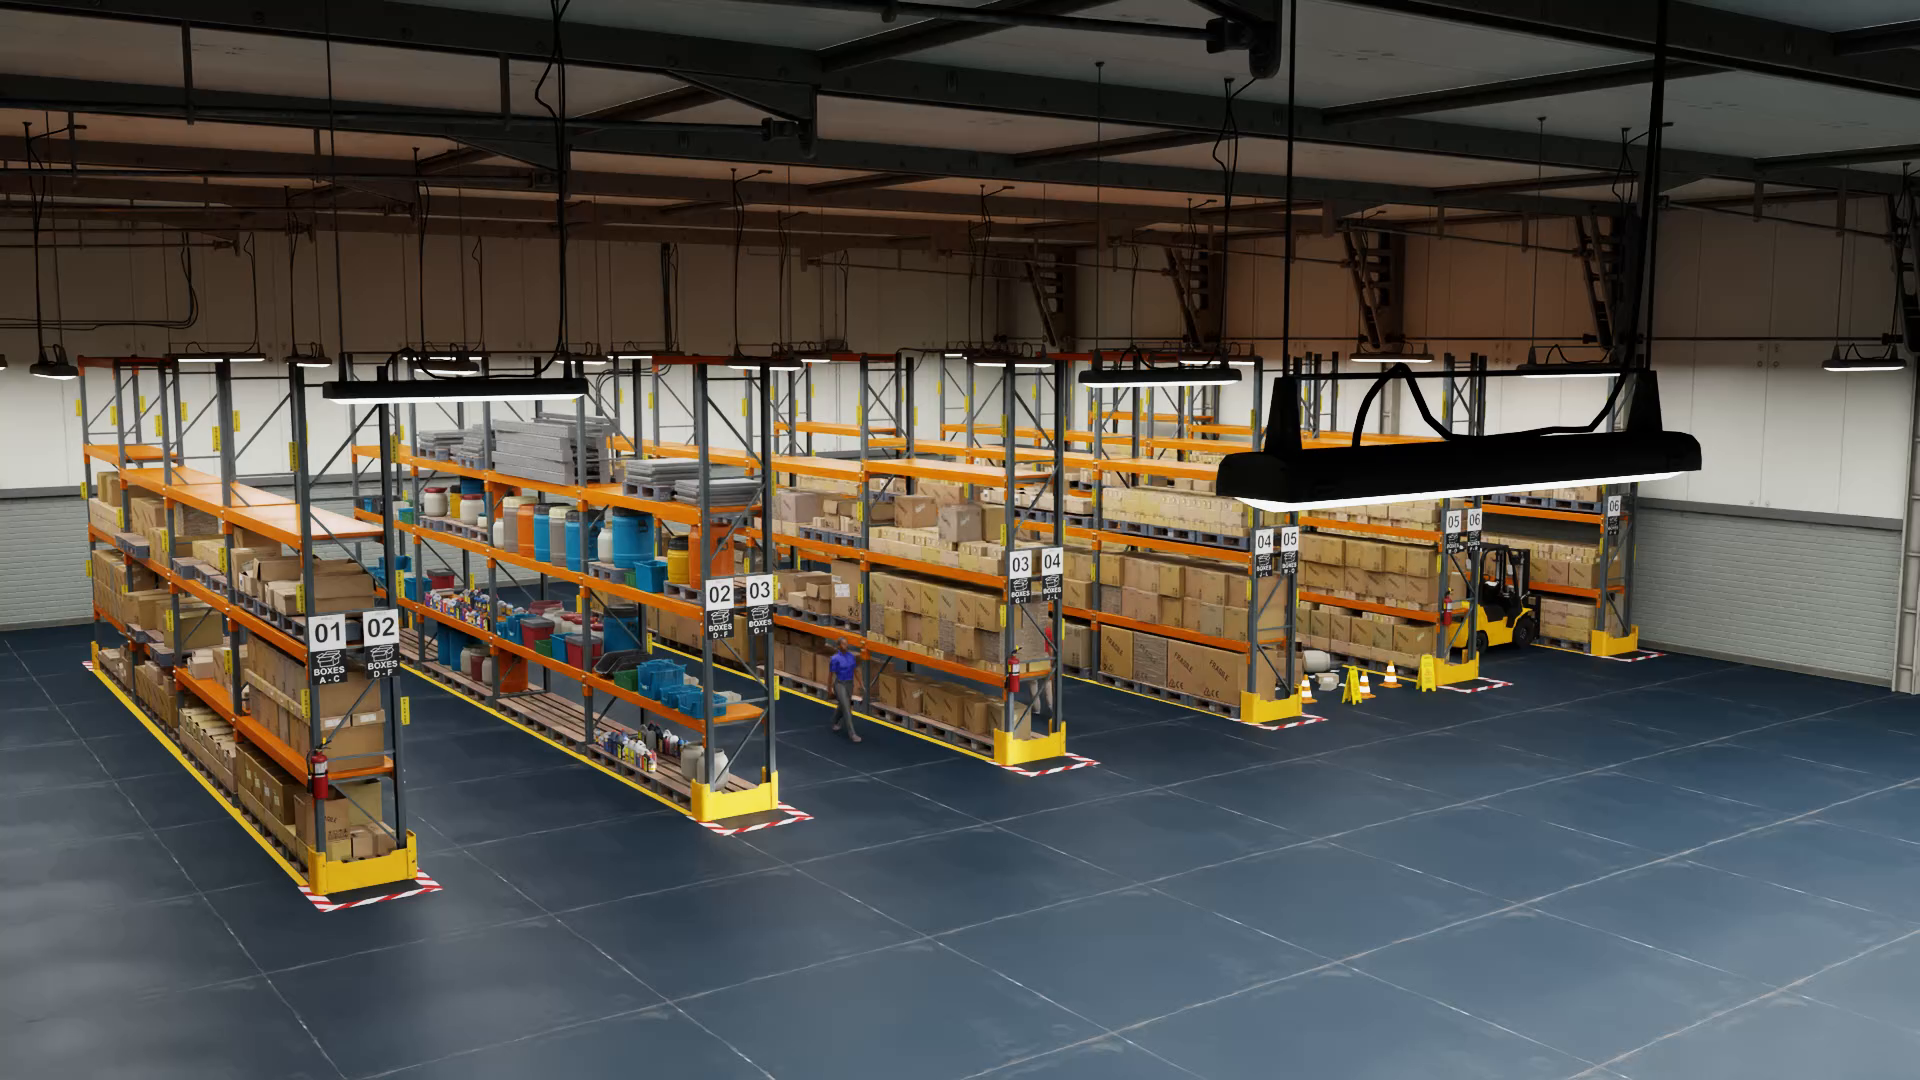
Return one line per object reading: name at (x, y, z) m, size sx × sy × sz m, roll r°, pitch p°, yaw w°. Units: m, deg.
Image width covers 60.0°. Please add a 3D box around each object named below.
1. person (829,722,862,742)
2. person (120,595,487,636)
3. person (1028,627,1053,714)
person at (-1.825, 2.987, 26.455) m, size 0.254 × 0.268 × 1.033 m, roll -5°, pitch 9°, yaw -38°
person at (-13.354, 1.544, 33.019) m, size 9.914 × 1.546 × 0.988 m, roll 4°, pitch 8°, yaw 28°
person at (1.355, 2.085, 28.047) m, size 0.585 × 1.723 × 0.562 m, roll -4°, pitch 8°, yaw -27°
